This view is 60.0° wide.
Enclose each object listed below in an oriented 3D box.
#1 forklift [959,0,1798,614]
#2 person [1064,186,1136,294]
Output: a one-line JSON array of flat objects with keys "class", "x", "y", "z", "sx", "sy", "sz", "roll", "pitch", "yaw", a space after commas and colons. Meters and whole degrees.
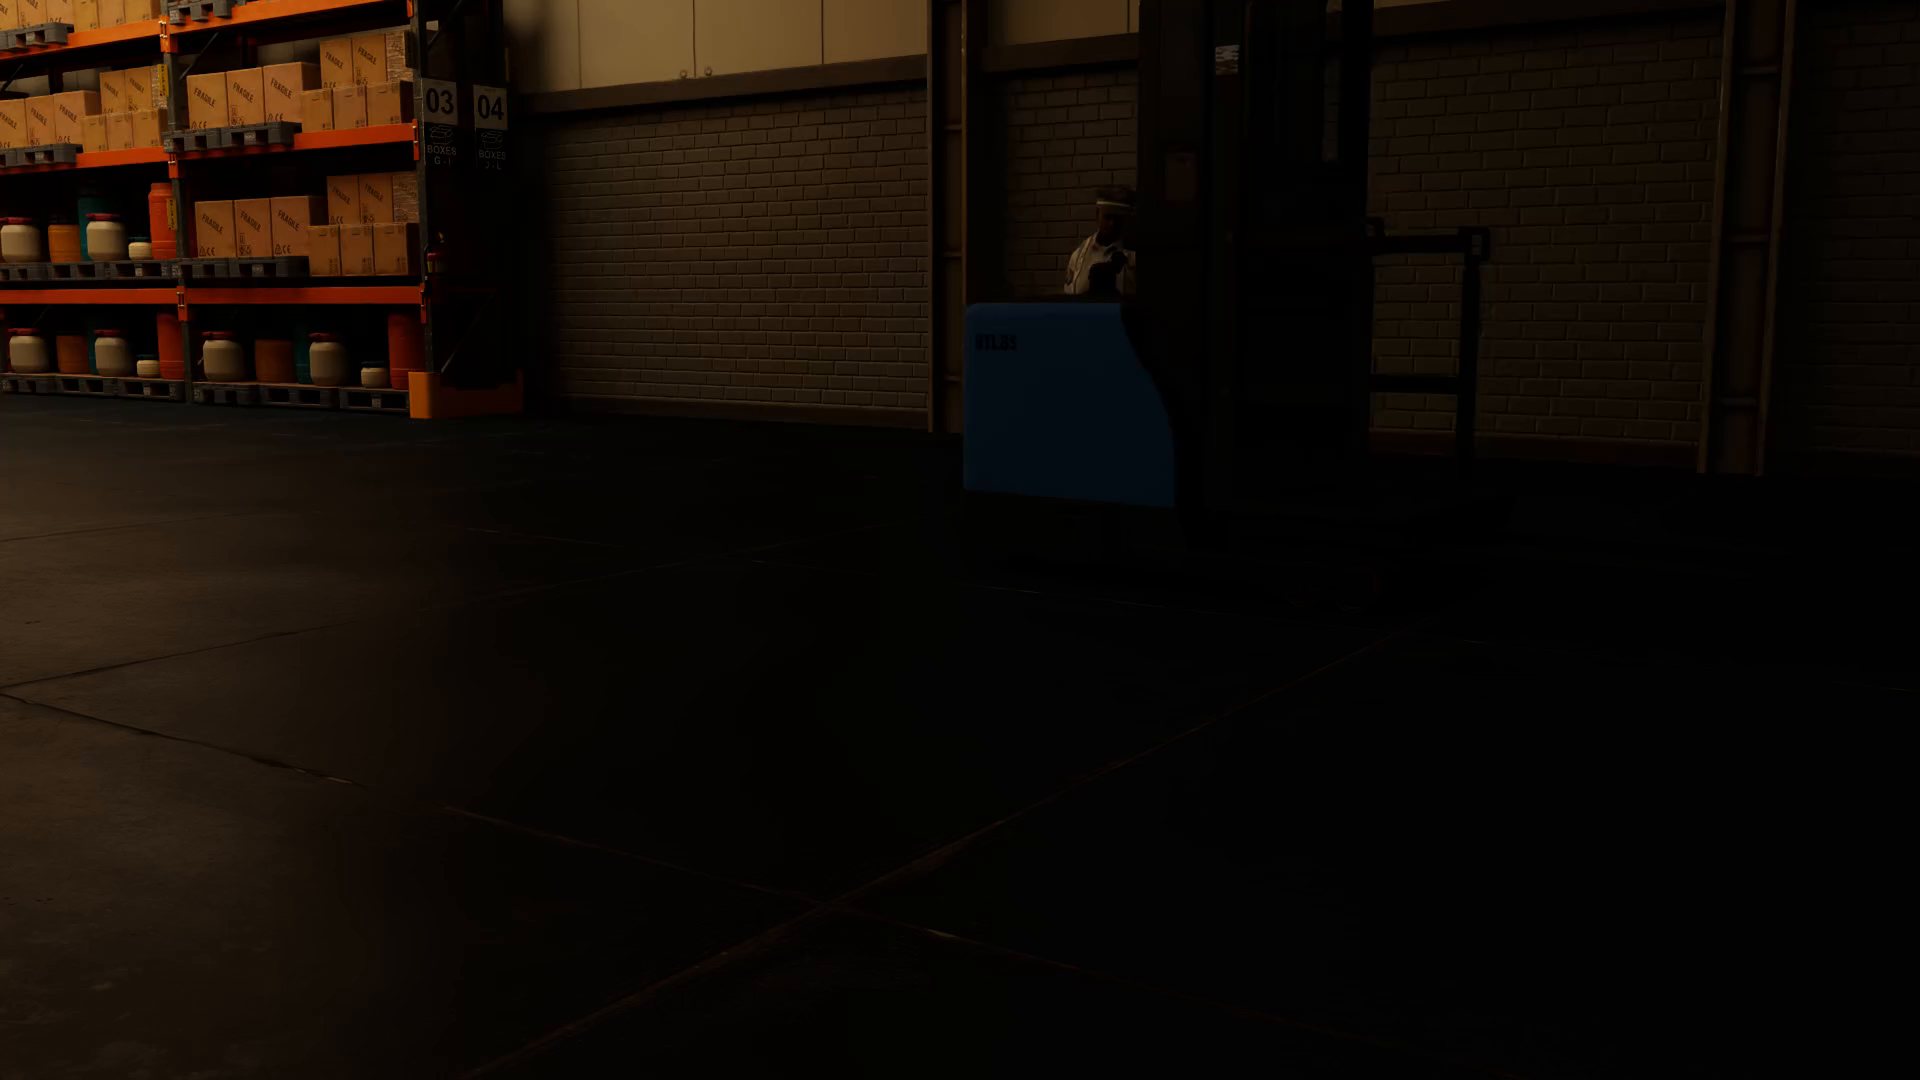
[{"class": "forklift", "x": 1.473, "y": -1.278, "z": 6.182, "sx": 3.031, "sy": 2.935, "sz": 1.130, "roll": 6, "pitch": 10, "yaw": 37}, {"class": "person", "x": 0.749, "y": -0.861, "z": 7.983, "sx": 0.804, "sy": 1.632, "sz": 0.423, "roll": 5, "pitch": 9, "yaw": 31}]
